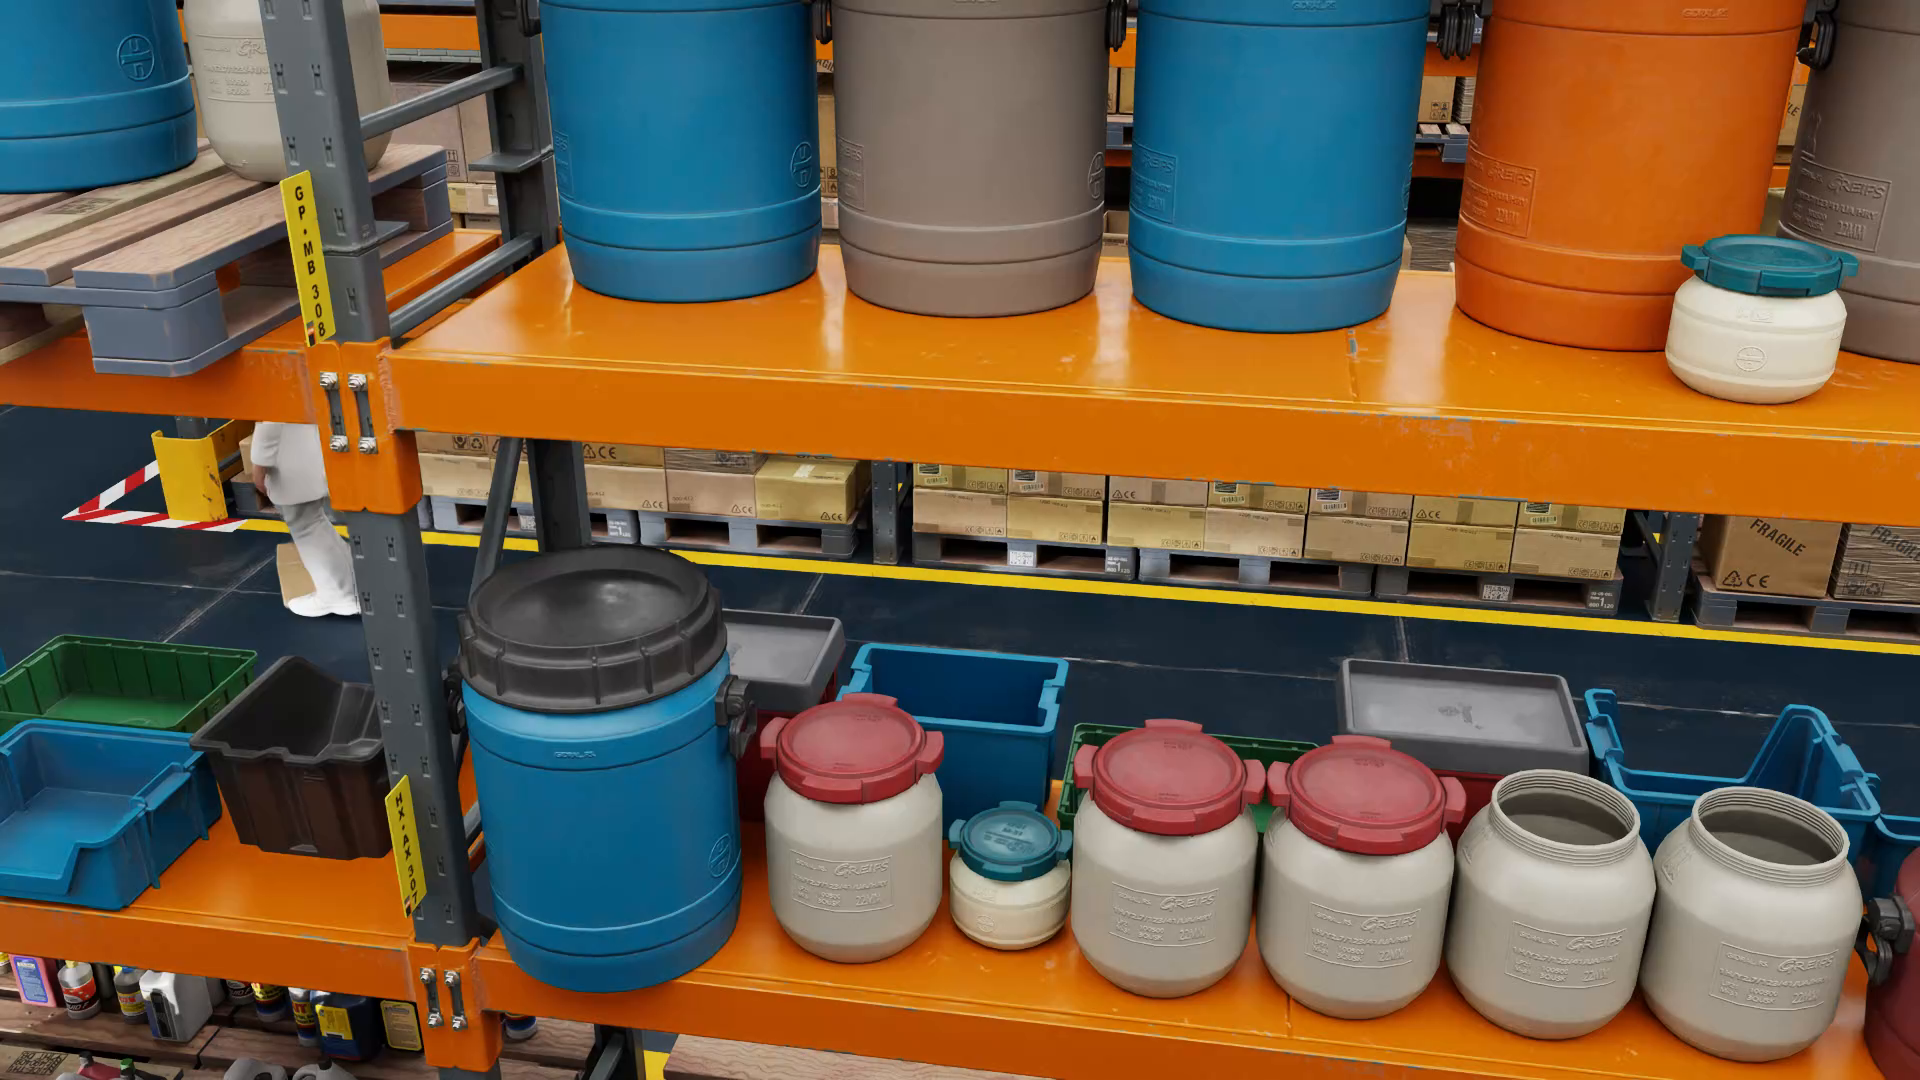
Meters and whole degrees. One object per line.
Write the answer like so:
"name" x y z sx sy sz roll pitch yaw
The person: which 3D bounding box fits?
"person" -3.242 -0.448 8.072 0.482 1.804 0.627 2 25 4
